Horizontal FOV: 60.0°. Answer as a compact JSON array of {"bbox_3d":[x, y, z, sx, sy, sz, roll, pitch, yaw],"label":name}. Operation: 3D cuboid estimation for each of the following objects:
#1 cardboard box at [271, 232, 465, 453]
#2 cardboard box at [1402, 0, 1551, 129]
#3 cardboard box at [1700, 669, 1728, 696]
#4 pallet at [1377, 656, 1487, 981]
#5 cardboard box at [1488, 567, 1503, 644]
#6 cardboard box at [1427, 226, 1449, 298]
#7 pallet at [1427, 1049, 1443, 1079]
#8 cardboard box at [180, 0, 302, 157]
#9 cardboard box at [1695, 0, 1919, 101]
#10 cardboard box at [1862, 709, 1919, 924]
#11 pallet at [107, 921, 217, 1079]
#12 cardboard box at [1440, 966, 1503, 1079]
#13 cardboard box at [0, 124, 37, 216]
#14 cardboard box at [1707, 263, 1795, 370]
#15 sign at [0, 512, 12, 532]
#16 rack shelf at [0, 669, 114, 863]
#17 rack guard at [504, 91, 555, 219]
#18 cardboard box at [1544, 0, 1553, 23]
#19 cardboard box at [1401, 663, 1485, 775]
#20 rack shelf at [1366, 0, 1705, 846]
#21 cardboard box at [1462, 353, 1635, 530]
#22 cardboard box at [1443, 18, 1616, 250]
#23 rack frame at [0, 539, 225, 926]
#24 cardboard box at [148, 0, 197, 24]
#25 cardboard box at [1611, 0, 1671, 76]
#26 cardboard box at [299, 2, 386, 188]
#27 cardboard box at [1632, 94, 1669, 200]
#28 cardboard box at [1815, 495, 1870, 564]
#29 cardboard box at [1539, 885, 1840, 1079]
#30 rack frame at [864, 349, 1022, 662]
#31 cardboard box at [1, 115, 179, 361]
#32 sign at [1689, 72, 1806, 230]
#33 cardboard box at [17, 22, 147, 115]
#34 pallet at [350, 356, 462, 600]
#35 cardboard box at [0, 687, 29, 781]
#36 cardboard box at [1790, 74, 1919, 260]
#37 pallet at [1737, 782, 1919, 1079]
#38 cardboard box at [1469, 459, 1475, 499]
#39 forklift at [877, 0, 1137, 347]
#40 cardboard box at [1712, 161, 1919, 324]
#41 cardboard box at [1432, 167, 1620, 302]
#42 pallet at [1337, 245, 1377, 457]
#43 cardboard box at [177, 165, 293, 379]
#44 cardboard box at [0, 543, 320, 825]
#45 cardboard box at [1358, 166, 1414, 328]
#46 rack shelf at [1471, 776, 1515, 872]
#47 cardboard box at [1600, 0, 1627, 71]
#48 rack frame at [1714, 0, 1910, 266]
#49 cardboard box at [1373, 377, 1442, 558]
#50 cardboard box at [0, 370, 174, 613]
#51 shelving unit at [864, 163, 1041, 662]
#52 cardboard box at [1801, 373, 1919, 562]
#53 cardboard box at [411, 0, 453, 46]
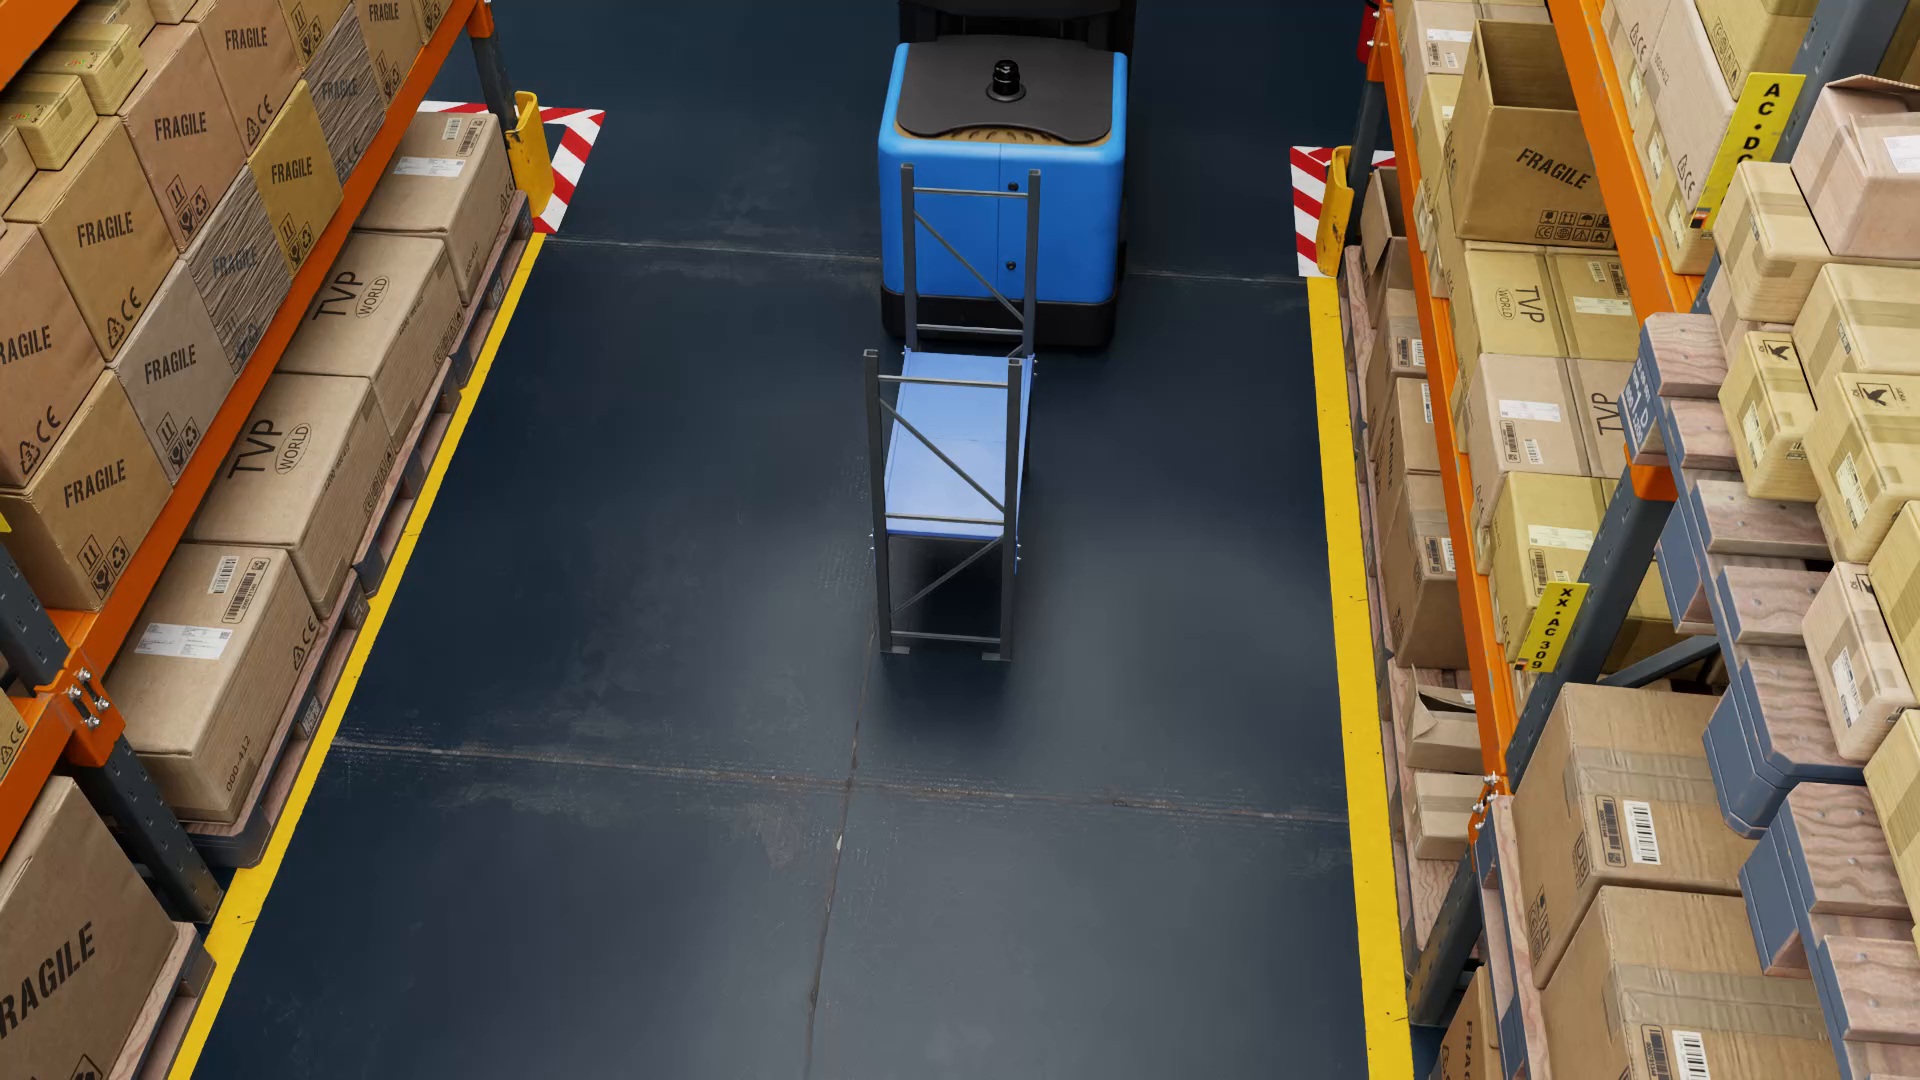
[{"bbox_3d":[-2.672,-0.851,6.947,0.875,0.438,0.875,5,48,5],"label":"cardboard box"},{"bbox_3d":[1.952,-1.771,6.237,0.500,0.250,0.500,4,48,4],"label":"cardboard box"},{"bbox_3d":[2.246,0.388,4.533,0.380,0.149,0.250,4,48,4],"label":"cardboard box"},{"bbox_3d":[2.006,0.968,5.721,1.003,0.211,1.213,4,48,4],"label":"pallet"},{"bbox_3d":[1.722,0.173,4.730,0.380,0.149,0.250,5,48,5],"label":"cardboard box"},{"bbox_3d":[1.833,-0.961,5.767,0.380,0.149,0.250,5,48,4],"label":"cardboard box"},{"bbox_3d":[1.906,2.073,4.711,1.003,0.211,1.213,4,48,4],"label":"pallet"},{"bbox_3d":[-2.557,-1.621,5.454,0.500,0.500,0.500,4,48,3],"label":"cardboard box"},{"bbox_3d":[1.749,-1.086,3.239,0.500,0.250,0.500,4,48,4],"label":"cardboard box"},{"bbox_3d":[1.429,0.372,2.162,0.380,0.149,0.250,3,48,3],"label":"cardboard box"},{"bbox_3d":[-2.996,1.714,5.039,1.003,0.211,1.213,4,48,4],"label":"pallet"},{"bbox_3d":[1.675,1.574,4.687,0.500,0.500,0.500,6,48,5],"label":"cardboard box"},{"bbox_3d":[-2.725,-0.984,4.432,0.380,0.149,0.250,3,48,3],"label":"cardboard box"},{"bbox_3d":[1.519,-0.378,2.848,0.380,0.149,0.250,5,48,4],"label":"cardboard box"},{"bbox_3d":[-2.459,-0.134,4.109,0.100,0.325,0.005,4,48,4],"label":"sign"},{"bbox_3d":[-3.183,1.913,3.455,1.077,0.370,4.000,4,48,4],"label":"rack shelf"},{"bbox_3d":[-2.634,-1.913,8.160,1.175,0.500,0.348,4,48,4],"label":"rack guard"},{"bbox_3d":[2.530,-2.101,6.539,0.500,0.250,0.500,5,48,5],"label":"cardboard box"},{"bbox_3d":[1.734,0.621,5.717,0.396,0.266,0.258,5,48,5],"label":"cardboard box"},{"bbox_3d":[2.125,-0.695,5.840,1.077,0.370,4.000,4,48,4],"label":"rack shelf"},{"bbox_3d":[1.777,-0.278,4.871,0.500,0.250,0.500,4,48,4],"label":"cardboard box"},{"bbox_3d":[1.861,-1.293,5.291,0.500,0.500,0.500,5,48,5],"label":"cardboard box"},{"bbox_3d":[-3.001,0.201,4.534,1.000,3.000,0.127,4,48,4],"label":"rack frame"},{"bbox_3d":[-2.556,-1.722,5.107,0.380,0.149,0.250,4,48,4],"label":"cardboard box"},{"bbox_3d":[1.774,-1.284,3.759,0.500,0.250,0.500,2,48,2],"label":"cardboard box"},{"bbox_3d":[-2.514,-1.654,6.162,0.500,0.500,0.500,5,48,5],"label":"cardboard box"},{"bbox_3d":[1.707,-0.859,3.641,0.380,0.149,0.250,4,48,3],"label":"cardboard box"},{"bbox_3d":[1.536,0.002,2.500,0.380,0.149,0.250,4,48,4],"label":"cardboard box"},{"bbox_3d":[1.629,1.077,3.379,0.700,0.500,0.500,4,48,4],"label":"cardboard box"},{"bbox_3d":[-0.054,-0.070,5.798,0.500,1.500,0.032,4,48,4],"label":"rack frame"},{"bbox_3d":[-2.664,-0.875,4.772,0.500,0.500,0.500,3,48,3],"label":"cardboard box"},{"bbox_3d":[1.402,-0.686,2.961,0.100,0.325,0.005,4,48,4],"label":"sign"},{"bbox_3d":[-2.588,-1.356,4.772,0.380,0.149,0.250,3,48,2],"label":"cardboard box"},{"bbox_3d":[-2.745,-0.311,6.891,1.003,0.211,1.213,4,48,4],"label":"pallet"},{"bbox_3d":[-2.790,0.598,4.272,0.500,0.250,0.500,3,48,3],"label":"cardboard box"},{"bbox_3d":[1.568,-0.614,2.581,0.396,0.266,0.258,3,48,3],"label":"cardboard box"},{"bbox_3d":[1.722,0.820,2.062,1.213,0.211,1.003,4,48,4],"label":"pallet"},{"bbox_3d":[1.773,-0.211,5.080,0.380,0.149,0.250,5,48,5],"label":"cardboard box"},{"bbox_3d":[0.282,-2.944,7.456,1.130,2.935,3.031,3,48,3],"label":"forklift"},{"bbox_3d":[1.479,-0.482,2.741,0.380,0.149,0.250,5,48,5],"label":"cardboard box"},{"bbox_3d":[1.884,-1.022,5.552,0.500,0.250,0.500,3,48,3],"label":"cardboard box"},{"bbox_3d":[2.229,-0.824,7.361,1.003,0.211,1.213,4,48,4],"label":"pallet"},{"bbox_3d":[-2.595,-0.895,5.468,0.500,0.500,0.500,4,48,4],"label":"cardboard box"},{"bbox_3d":[-2.837,0.470,5.739,0.875,0.438,0.875,3,48,3],"label":"cardboard box"},{"bbox_3d":[2.157,-1.264,7.280,0.797,0.503,0.637,2,48,2],"label":"cardboard box"},{"bbox_3d":[1.760,2.244,3.152,1.077,0.370,4.000,4,48,4],"label":"rack shelf"},{"bbox_3d":[1.767,-1.236,3.986,0.380,0.149,0.250,4,48,3],"label":"cardboard box"},{"bbox_3d":[1.943,-1.493,2.017,1.000,3.000,0.127,4,48,4],"label":"rack frame"},{"bbox_3d":[1.893,-0.255,6.360,0.500,0.500,0.500,5,48,4],"label":"cardboard box"},{"bbox_3d":[-2.697,-0.160,4.796,0.500,0.500,0.500,5,48,5],"label":"cardboard box"},{"bbox_3d":[-0.008,-0.443,6.139,0.538,1.500,1.048,4,48,4],"label":"shelving unit"},{"bbox_3d":[1.460,-0.097,2.390,0.380,0.149,0.250,3,48,3],"label":"cardboard box"},{"bbox_3d":[-2.416,-2.400,6.845,0.500,0.500,0.500,4,48,4],"label":"cardboard box"}]
